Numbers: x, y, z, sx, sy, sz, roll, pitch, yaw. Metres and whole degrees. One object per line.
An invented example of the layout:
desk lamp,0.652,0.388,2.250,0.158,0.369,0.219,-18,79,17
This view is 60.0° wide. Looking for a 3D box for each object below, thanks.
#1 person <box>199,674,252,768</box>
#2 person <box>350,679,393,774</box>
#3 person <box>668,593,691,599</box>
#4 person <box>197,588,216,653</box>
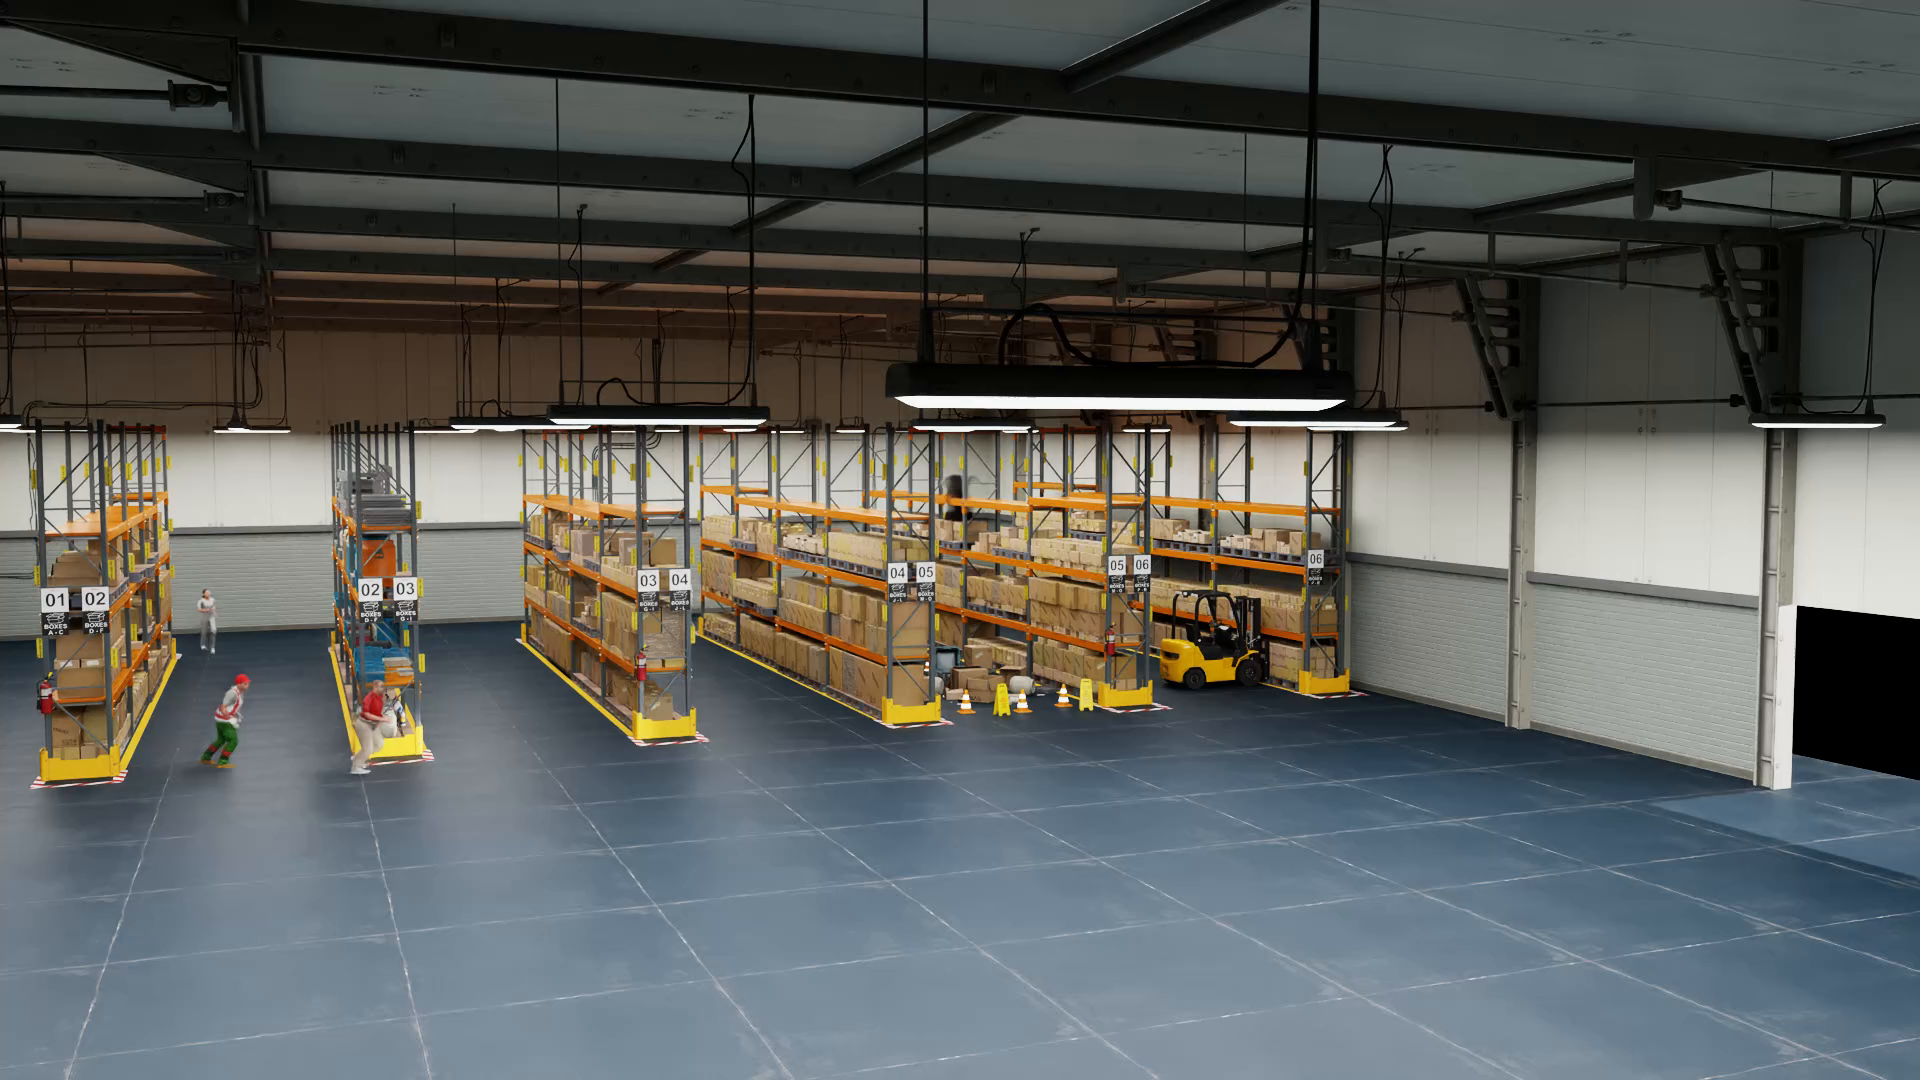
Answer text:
person,-12.645,3.119,28.626,0.903,1.636,0.683,-1,4,-17
person,-9.981,3.160,28.171,0.784,1.611,0.656,0,4,1
person,-8.222,1.877,48.619,0.670,1.679,0.697,3,4,36
person,-19.939,2.134,44.042,0.516,1.722,0.839,-3,5,-38
